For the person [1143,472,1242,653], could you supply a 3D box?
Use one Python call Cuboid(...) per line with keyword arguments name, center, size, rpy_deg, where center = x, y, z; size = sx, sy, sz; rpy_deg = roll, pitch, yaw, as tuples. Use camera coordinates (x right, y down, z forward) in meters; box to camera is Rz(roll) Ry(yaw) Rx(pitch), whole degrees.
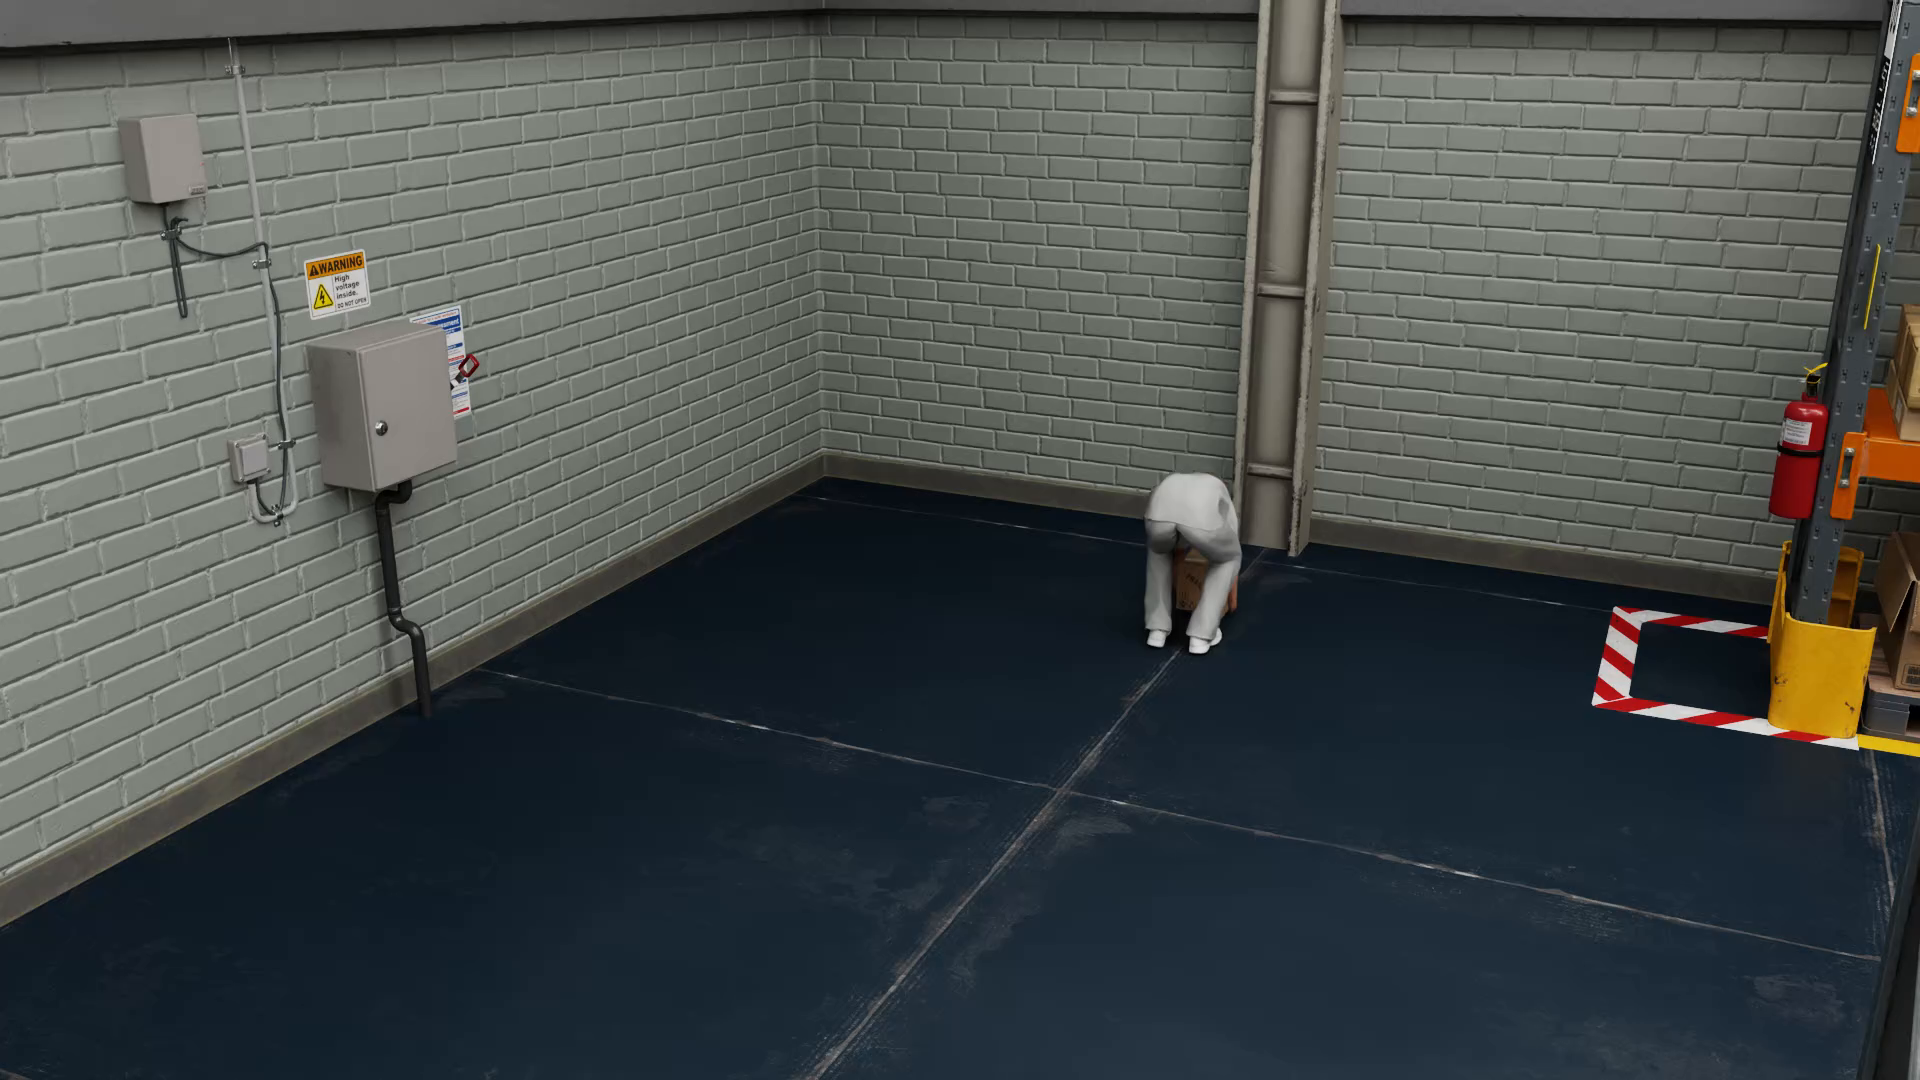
Cuboid(name="person", center=(1.149, 0.046, 8.168), size=(0.474, 0.866, 0.850), rpy_deg=(7, 20, 20))
